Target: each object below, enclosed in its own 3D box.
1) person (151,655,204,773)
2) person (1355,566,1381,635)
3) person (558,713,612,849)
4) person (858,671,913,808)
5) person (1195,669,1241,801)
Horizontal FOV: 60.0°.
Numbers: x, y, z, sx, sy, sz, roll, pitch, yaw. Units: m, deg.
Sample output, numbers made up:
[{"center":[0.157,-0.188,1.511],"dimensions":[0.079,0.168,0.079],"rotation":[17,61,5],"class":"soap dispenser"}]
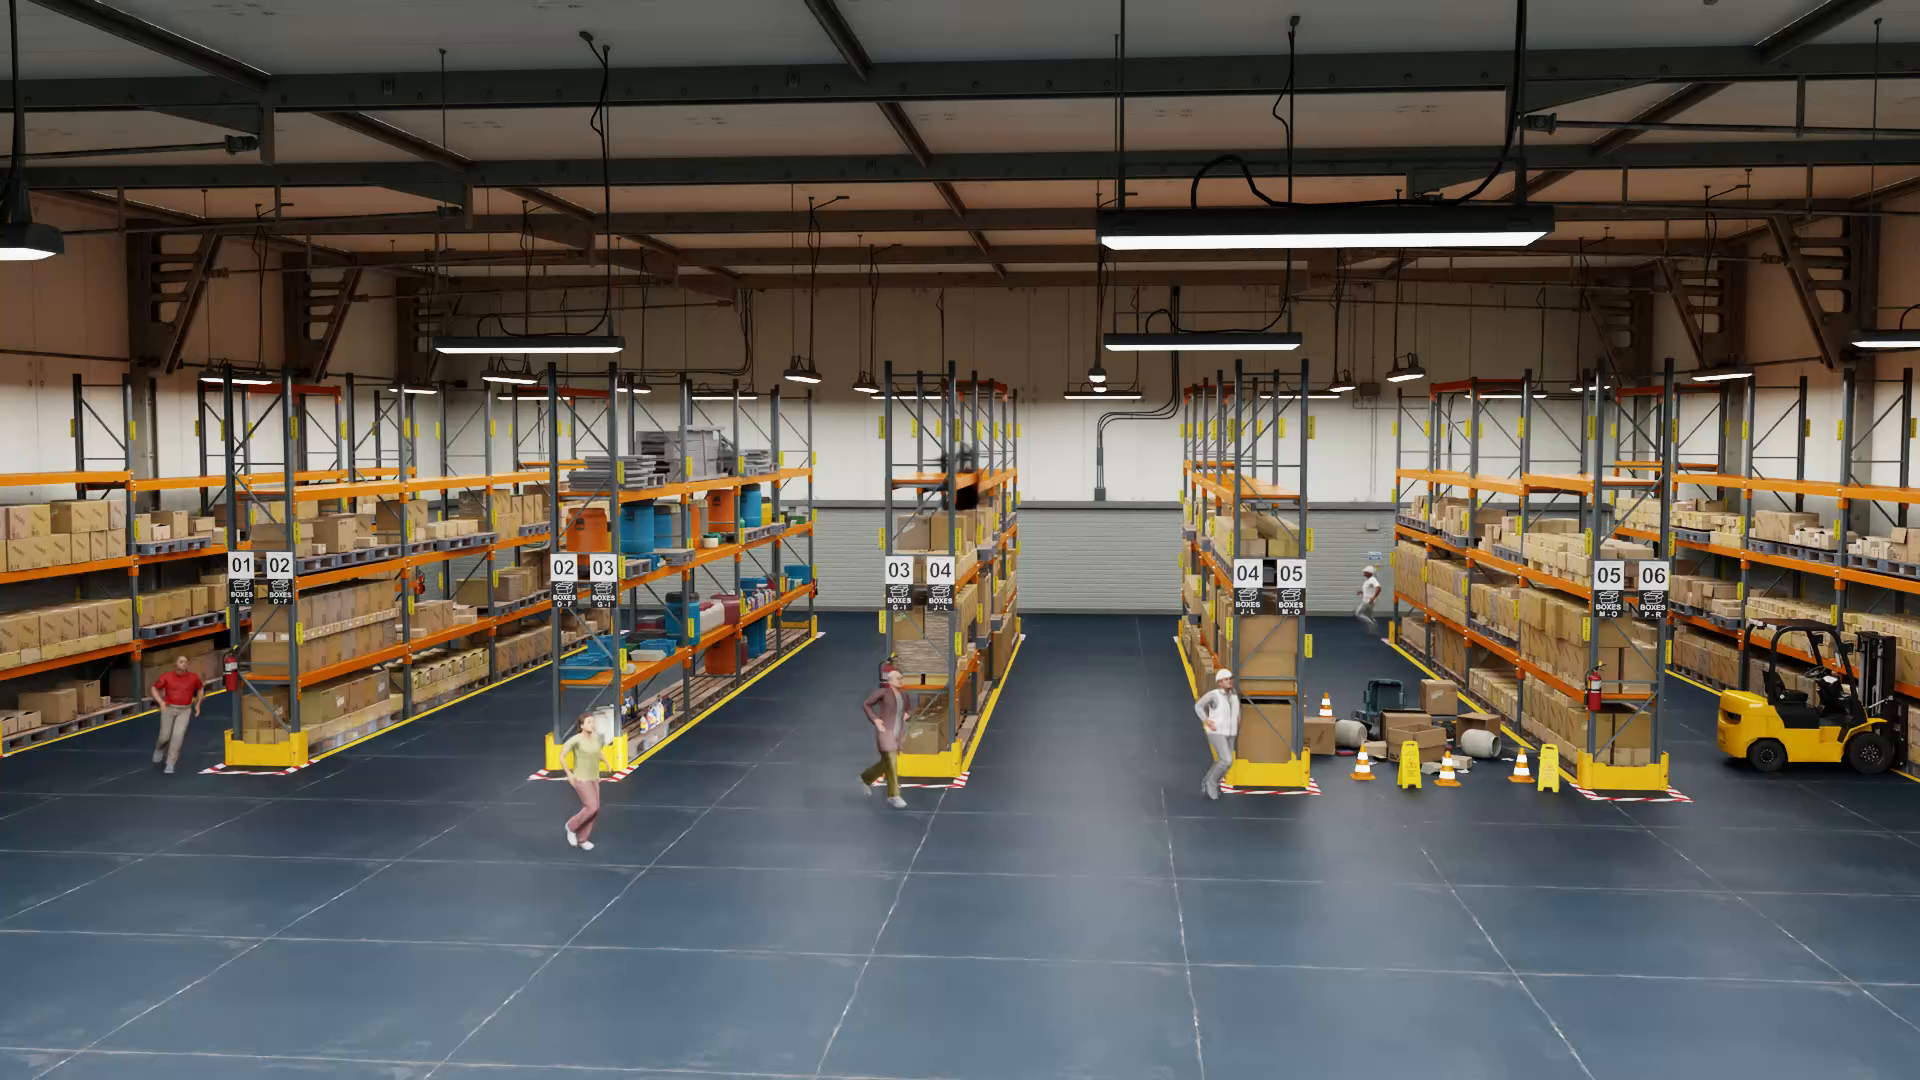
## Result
[{"center":[-11.557,2.549,24.611],"dimensions":[0.719,1.675,0.845],"rotation":[-2,4,-30],"class":"person"},{"center":[9.938,1.479,40.499],"dimensions":[0.591,1.694,0.797],"rotation":[1,4,14],"class":"person"},{"center":[-4.454,2.980,19.885],"dimensions":[0.530,1.433,0.571],"rotation":[2,4,31],"class":"person"},{"center":[-0.939,2.649,22.507],"dimensions":[0.996,1.776,0.717],"rotation":[4,5,43],"class":"person"},{"center":[3.583,2.643,22.639],"dimensions":[0.684,1.773,0.609],"rotation":[-3,5,-34],"class":"person"}]
